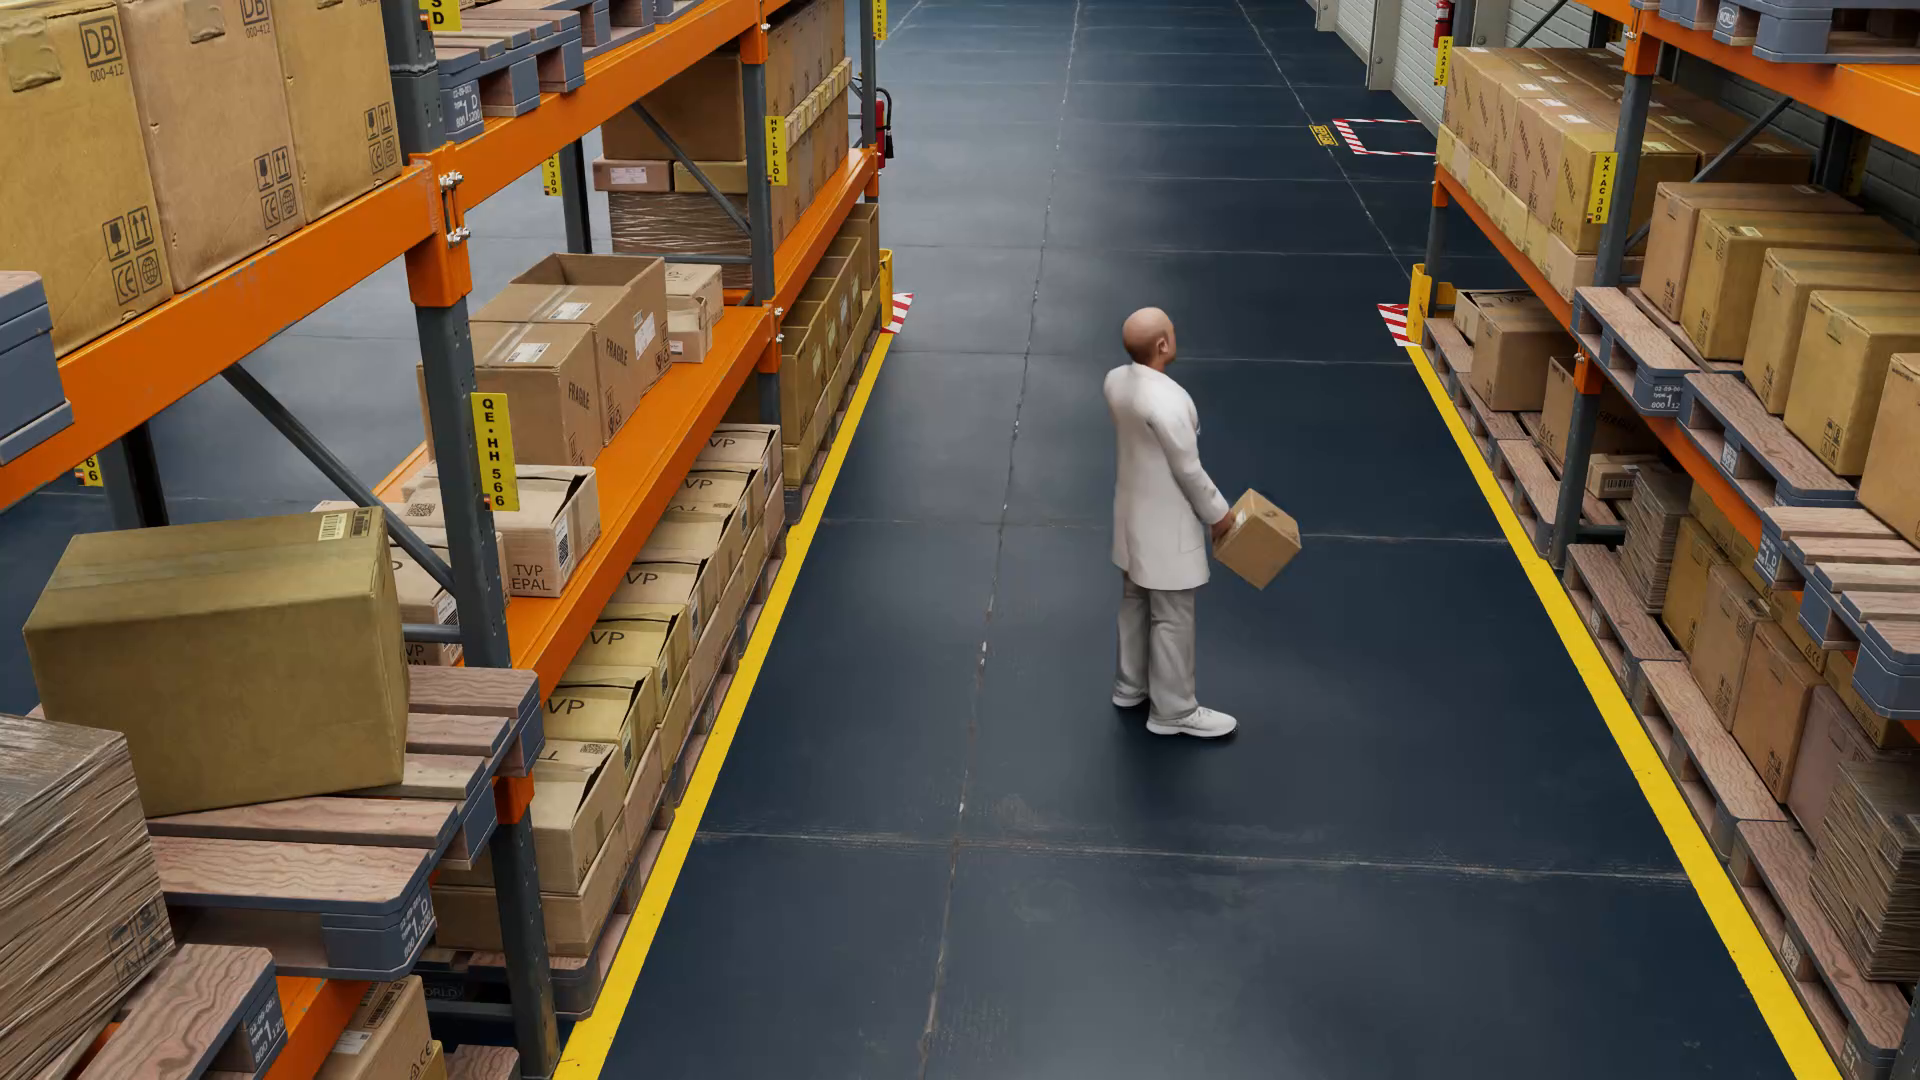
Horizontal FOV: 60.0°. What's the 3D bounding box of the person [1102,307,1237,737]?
[{"bbox_3d":[0.852,-0.082,6.773,0.466,1.786,0.606,-10,26,-20],"label":"person"}]
